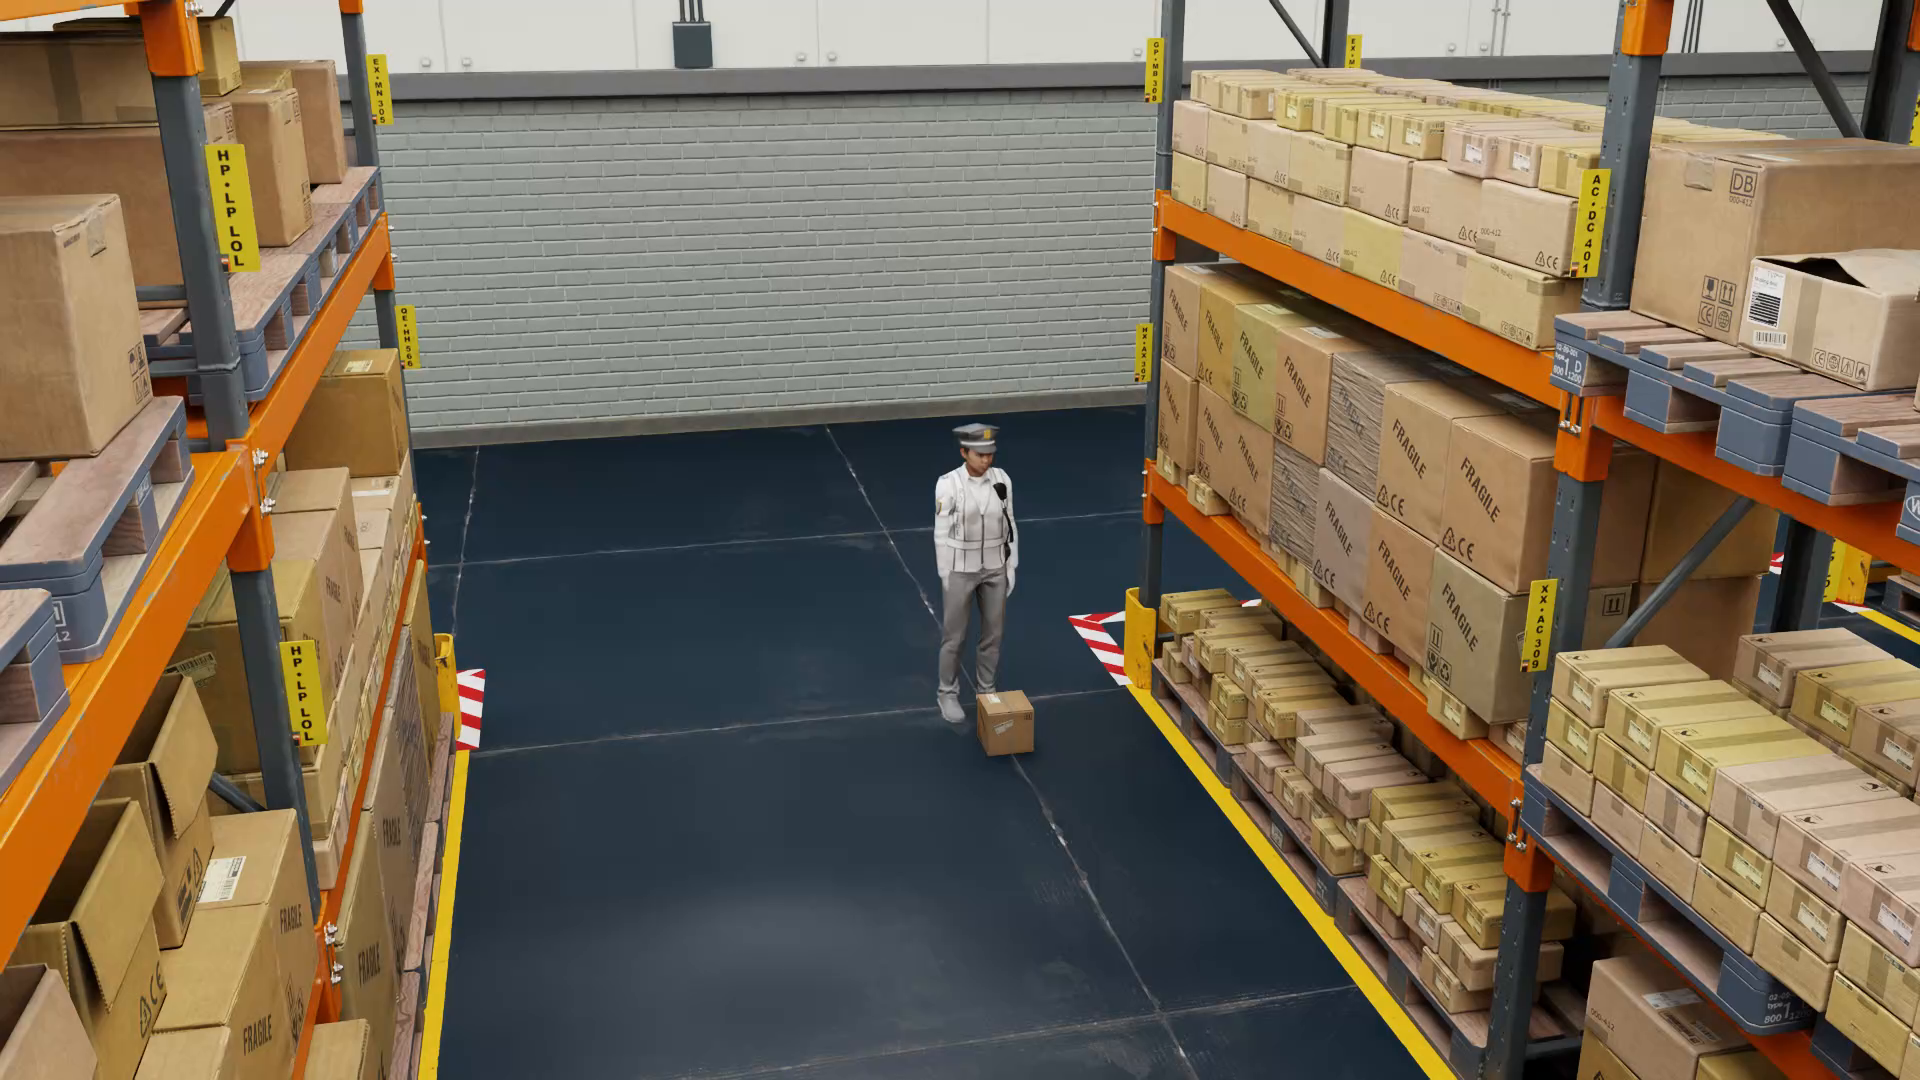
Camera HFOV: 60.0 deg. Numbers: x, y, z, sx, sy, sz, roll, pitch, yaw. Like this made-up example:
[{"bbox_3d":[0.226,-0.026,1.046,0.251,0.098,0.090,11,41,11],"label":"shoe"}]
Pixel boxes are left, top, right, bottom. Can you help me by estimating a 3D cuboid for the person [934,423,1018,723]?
[{"bbox_3d":[0.098,0.180,9.086,0.469,1.684,0.330,-7,21,-20],"label":"person"}]
